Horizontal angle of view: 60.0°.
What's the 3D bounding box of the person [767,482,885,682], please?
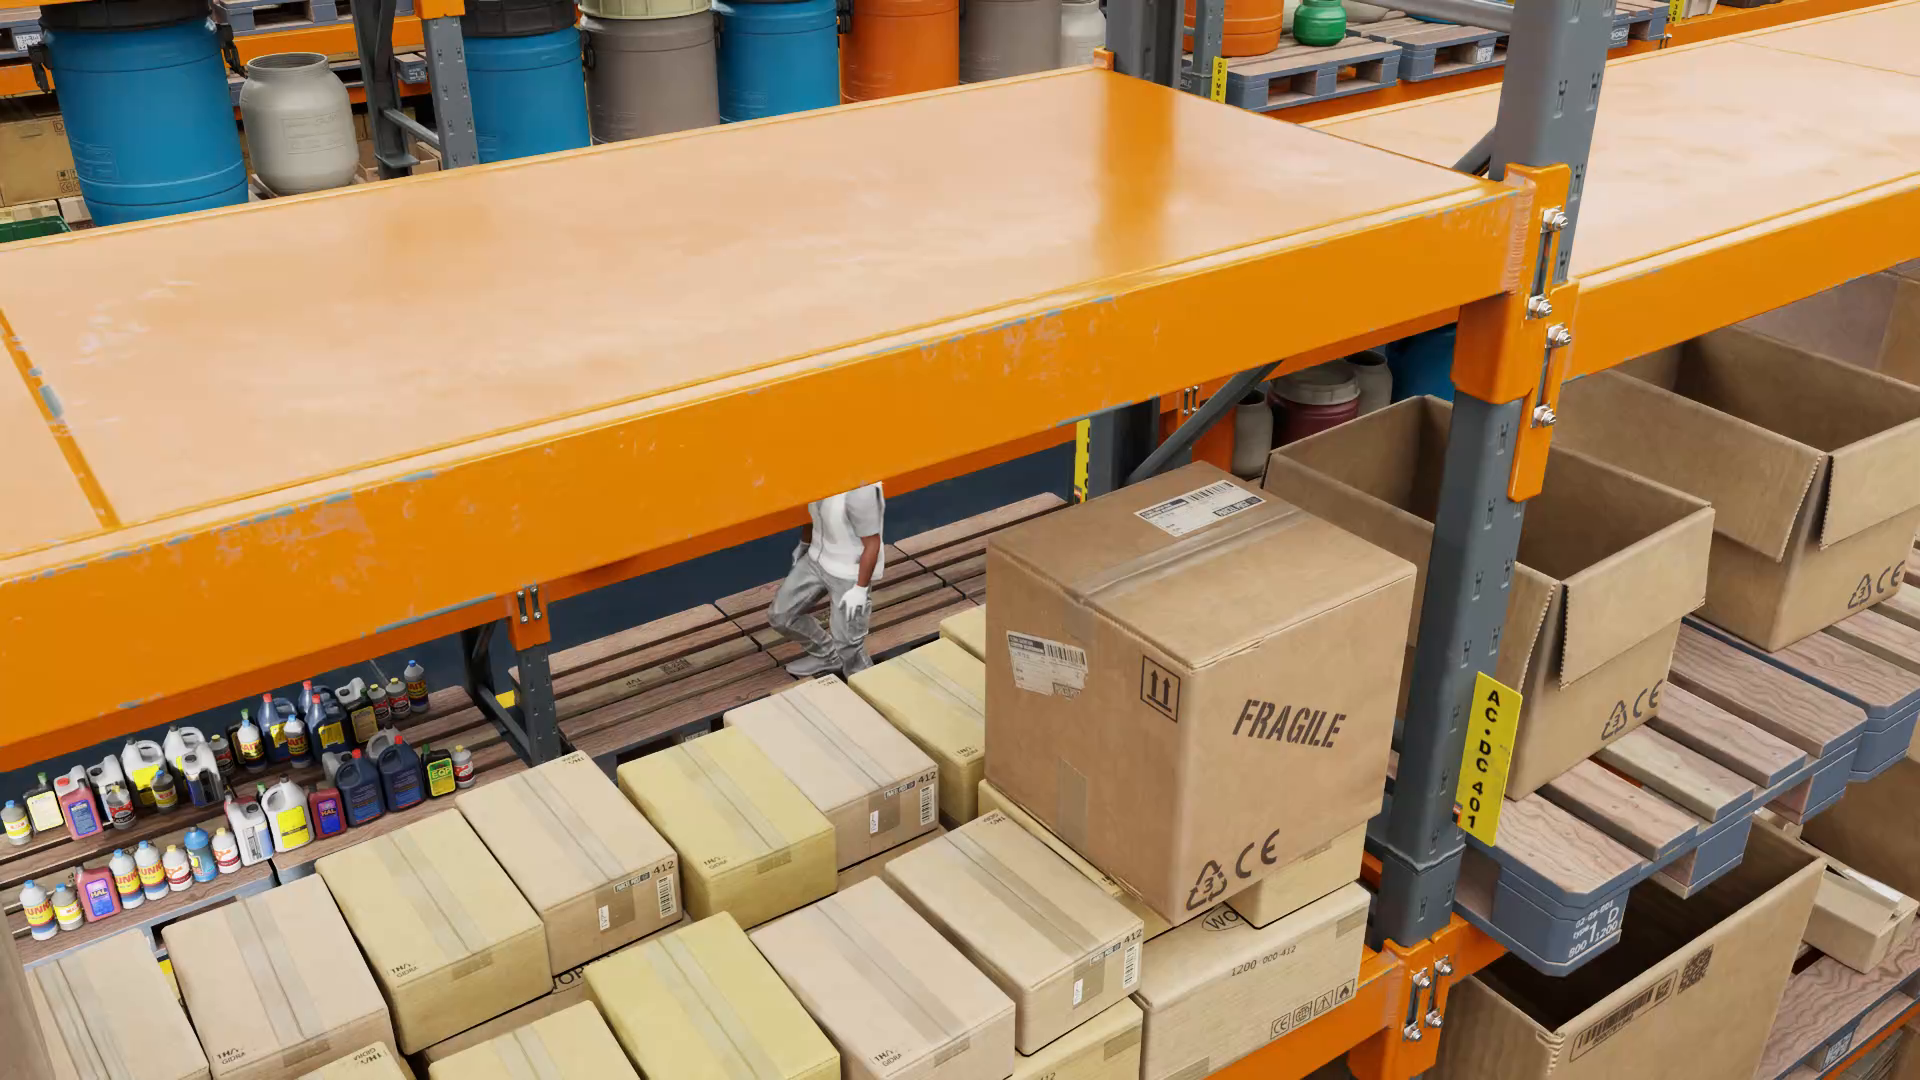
[{"bbox_3d":[-0.657,0.161,8.362,0.525,1.782,0.615,-19,33,-30],"label":"person"}]
